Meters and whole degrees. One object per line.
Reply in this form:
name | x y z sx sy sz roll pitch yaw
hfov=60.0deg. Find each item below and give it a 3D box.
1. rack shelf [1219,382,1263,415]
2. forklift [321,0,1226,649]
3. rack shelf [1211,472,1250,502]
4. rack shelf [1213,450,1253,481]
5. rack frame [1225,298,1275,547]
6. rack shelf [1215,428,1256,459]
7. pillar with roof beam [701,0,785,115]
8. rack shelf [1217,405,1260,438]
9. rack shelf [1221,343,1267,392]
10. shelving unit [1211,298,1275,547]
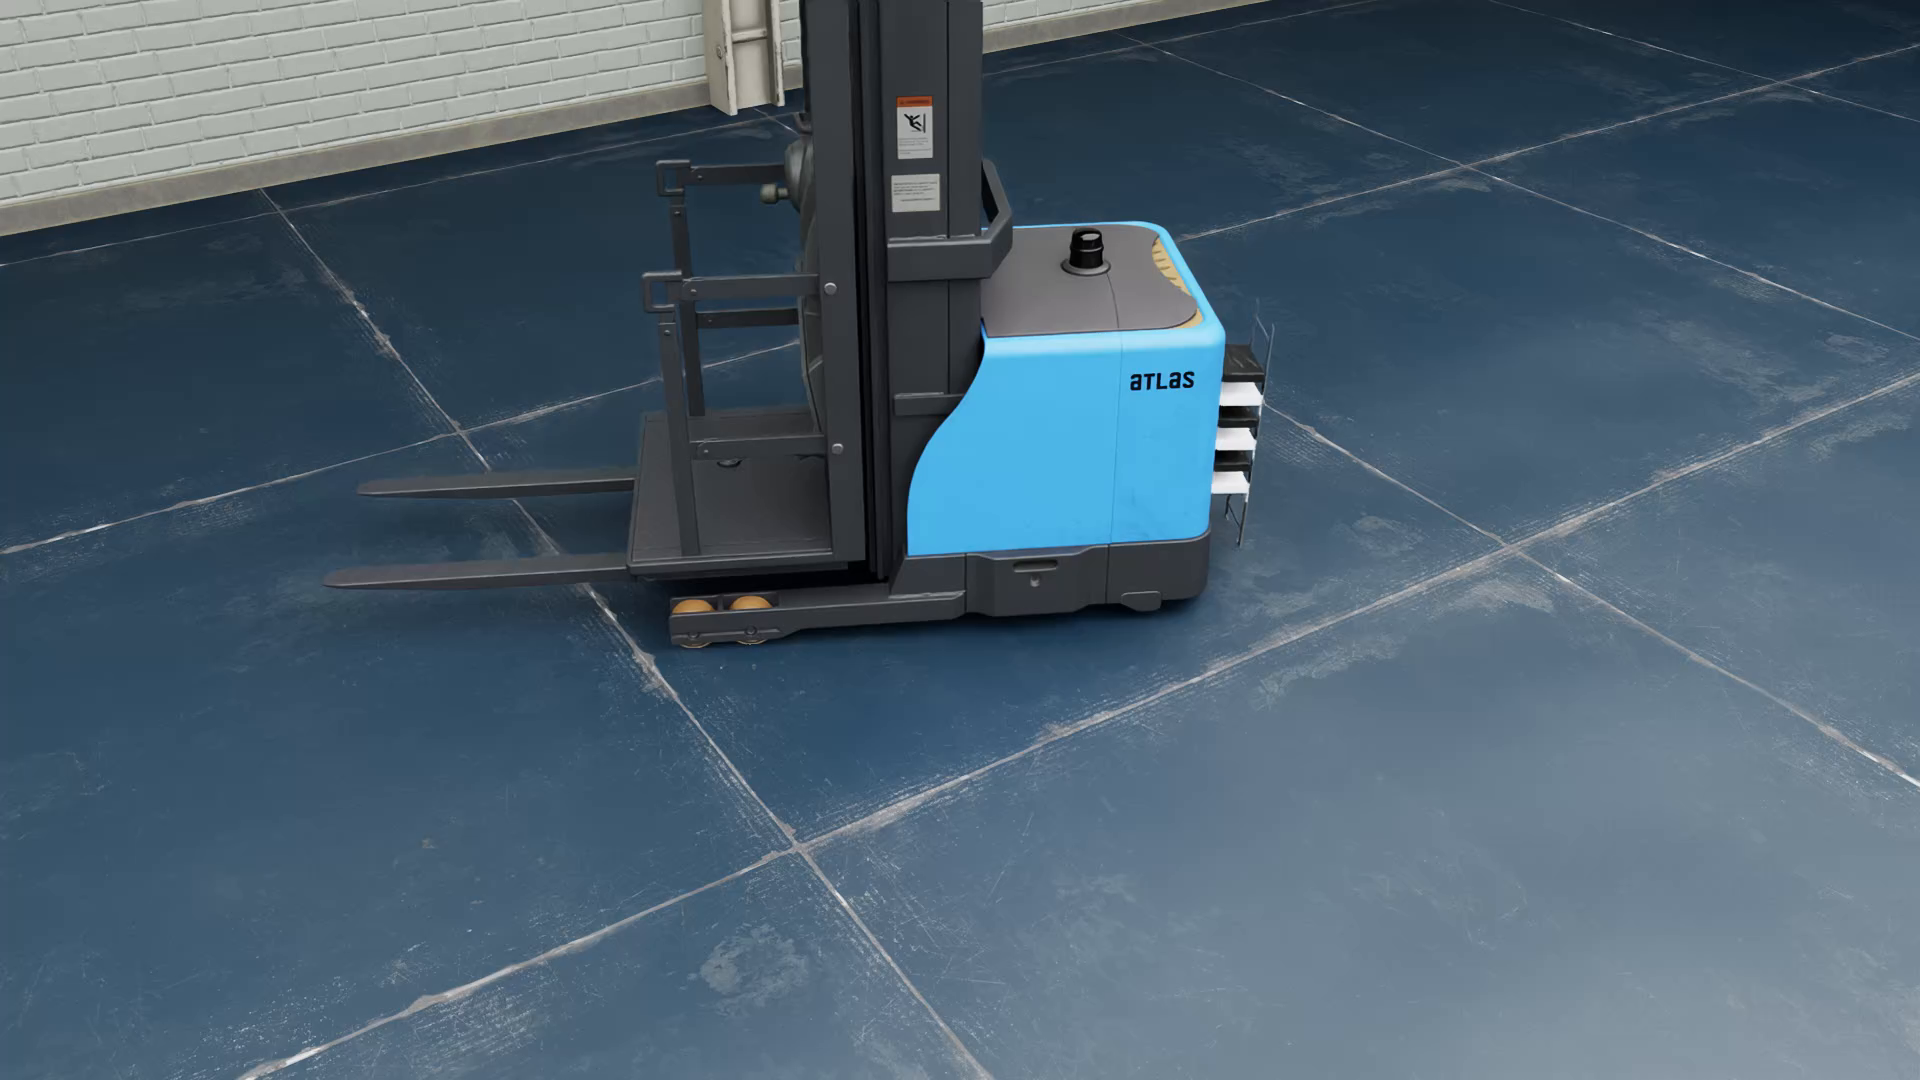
rack shelf | 0.956 -0.539 5.980 0.200 0.077 0.258 -1 32 -6
forklift | -0.682 -1.168 5.354 3.031 2.935 1.130 -3 32 -5
rack shelf | 0.942 -0.234 6.170 0.200 0.077 0.258 -1 32 -6
rack shelf | 0.946 -0.311 6.123 0.200 0.077 0.258 -1 32 -6
rack frame | 1.052 -0.417 6.068 0.006 0.900 0.240 -1 32 -6
rack shelf | 0.949 -0.387 6.075 0.200 0.077 0.258 -1 32 -6
pillar with roof beam | 0.963 -4.681 5.236 0.400 9.000 9.100 -19 37 -27
rack shelf | 0.953 -0.463 6.027 0.200 0.077 0.258 -1 32 -6
rack shelf | 0.960 -0.616 5.932 0.200 0.077 0.258 -1 32 -6
shelving unit | 0.951 -0.415 6.057 0.210 0.900 0.258 -1 32 -6
